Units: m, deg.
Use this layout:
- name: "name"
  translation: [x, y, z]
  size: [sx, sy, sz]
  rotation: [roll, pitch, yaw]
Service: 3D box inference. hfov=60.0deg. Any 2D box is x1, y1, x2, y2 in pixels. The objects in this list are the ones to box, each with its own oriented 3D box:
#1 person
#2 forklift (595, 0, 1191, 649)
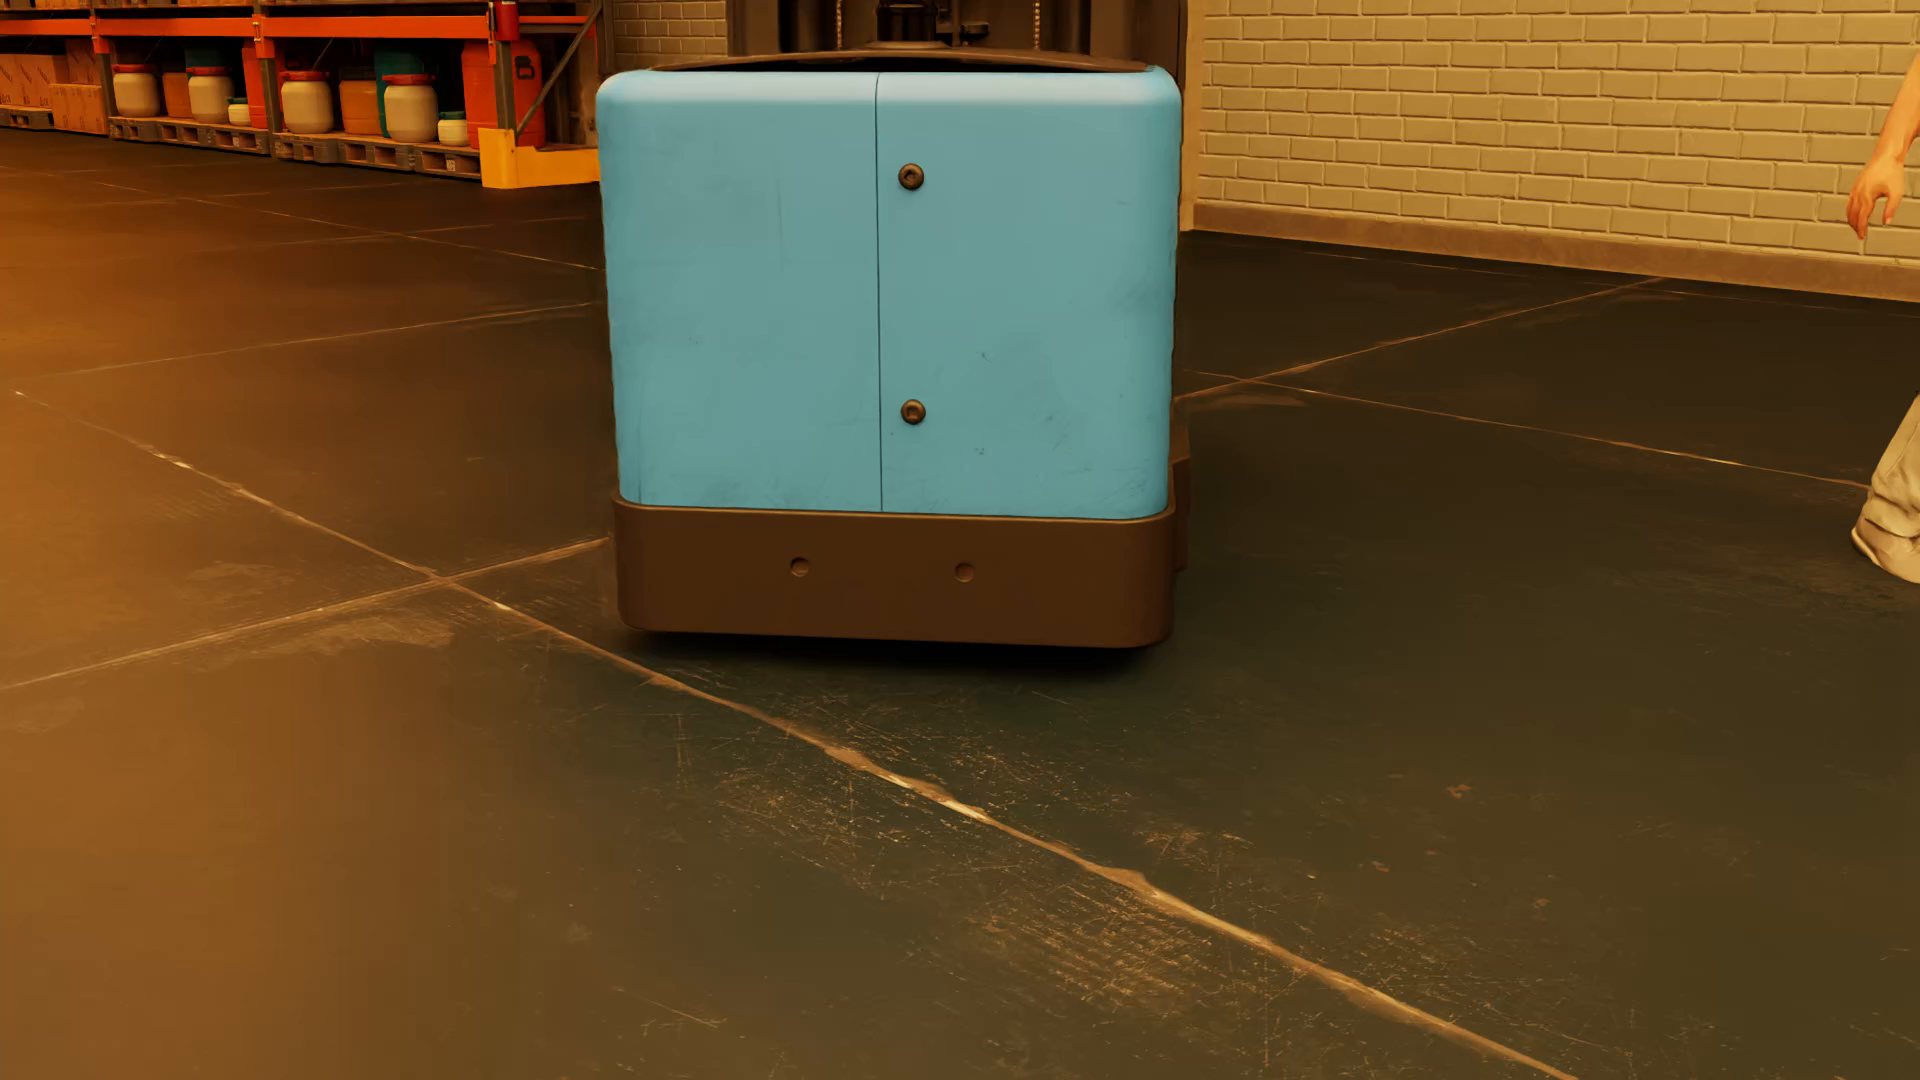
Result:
- name: "person"
  translation: [-18.212, -5.118, 5.282]
  size: [40.485, 9.035, 12.608]
  rotation: [-3, 17, -8]
- name: "forklift"
  translation: [0.017, -1.591, 4.081]
  size: [1.130, 2.935, 3.031]
  rotation: [2, 17, 6]
